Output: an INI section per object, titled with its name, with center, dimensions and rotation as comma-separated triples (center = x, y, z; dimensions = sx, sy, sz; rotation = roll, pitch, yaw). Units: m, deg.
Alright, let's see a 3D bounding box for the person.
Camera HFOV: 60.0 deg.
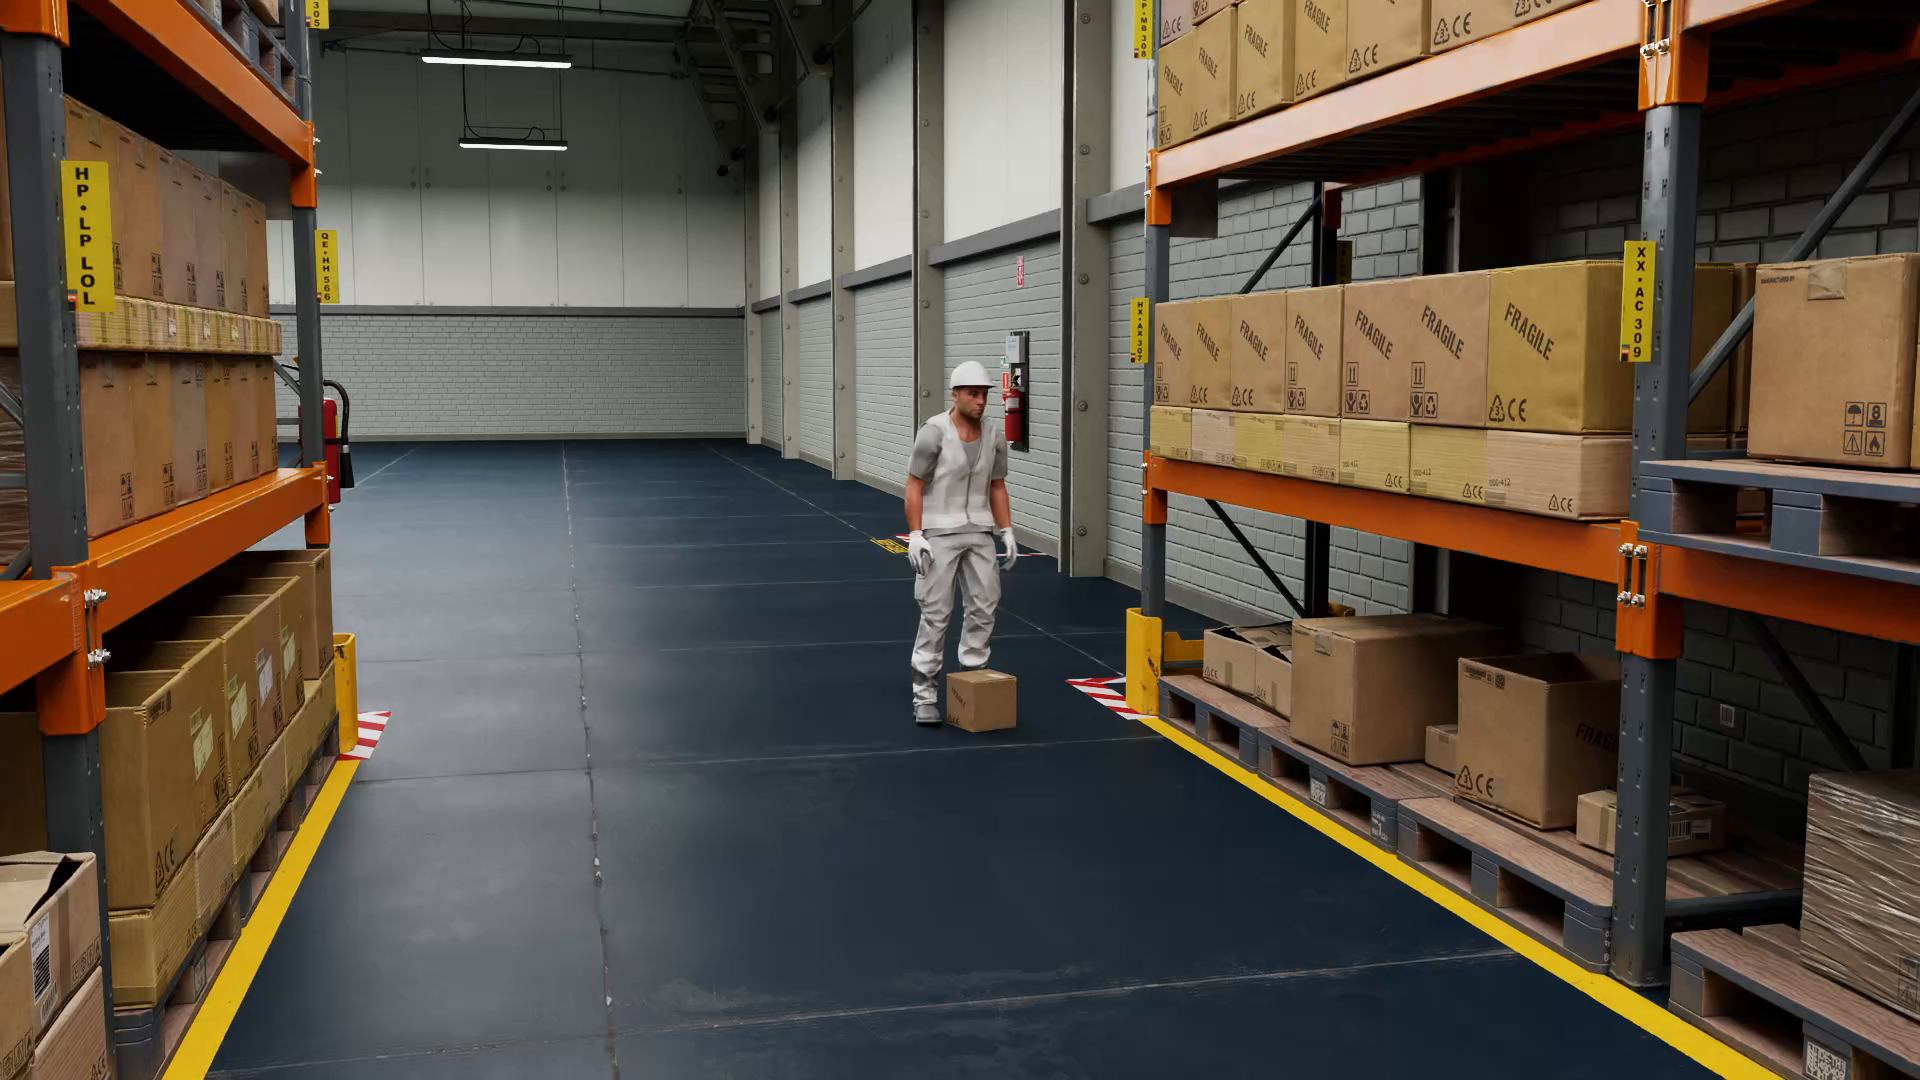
[person]
center = 0.007, 0.005, 8.267
dimensions = 0.623, 1.781, 0.446
rotation = -3, 7, -29
